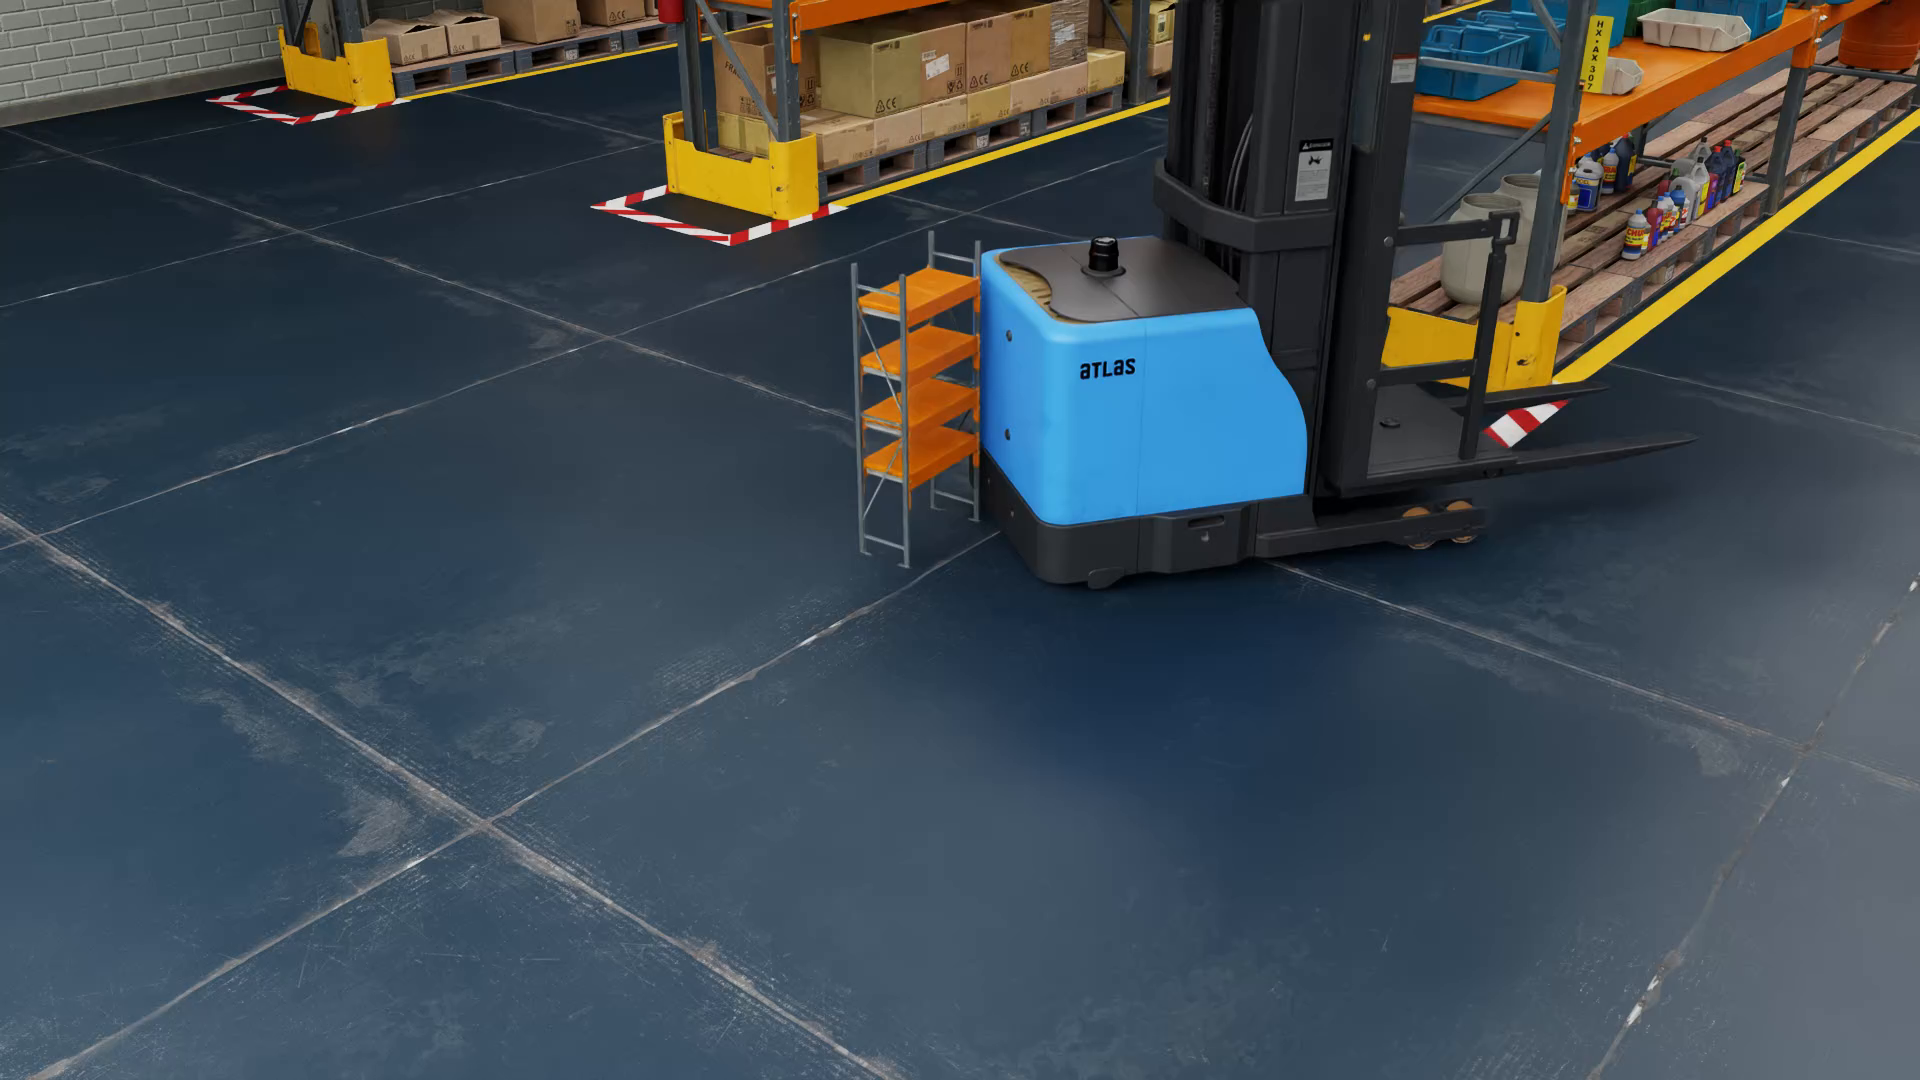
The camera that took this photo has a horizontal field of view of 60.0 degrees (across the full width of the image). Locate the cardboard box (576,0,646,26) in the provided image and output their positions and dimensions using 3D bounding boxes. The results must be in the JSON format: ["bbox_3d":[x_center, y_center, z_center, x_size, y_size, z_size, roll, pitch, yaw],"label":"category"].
[{"bbox_3d":[-3.355,-5.195,15.768,0.500,0.500,0.500,18,32,31],"label":"cardboard box"}]

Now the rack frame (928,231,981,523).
[{"bbox_3d":[-0.021,-0.636,6.674,0.240,1.200,0.015,17,32,30],"label":"rack frame"}]

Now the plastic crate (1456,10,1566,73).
[{"bbox_3d":[2.880,-2.603,8.679,0.499,0.251,0.408,21,34,34],"label":"plastic crate"}]

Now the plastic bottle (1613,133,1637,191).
[{"bbox_3d":[4.197,-2.405,10.539,0.144,0.351,0.185,21,34,34],"label":"plastic bottle"}]

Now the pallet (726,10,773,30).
[{"bbox_3d":[-2.231,-5.527,17.204,1.003,0.211,1.213,21,34,34],"label":"pallet"}]

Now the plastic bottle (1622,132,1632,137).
[{"bbox_3d":[4.378,-2.592,10.987,0.097,0.271,0.097,0,27,0],"label":"plastic bottle"}]

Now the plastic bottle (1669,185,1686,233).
[{"bbox_3d":[4.179,-1.940,9.725,0.097,0.271,0.097,0,27,0],"label":"plastic bottle"}]

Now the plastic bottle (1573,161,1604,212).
[{"bbox_3d":[3.825,-2.162,10.151,0.152,0.276,0.135,21,34,34],"label":"plastic bottle"}]

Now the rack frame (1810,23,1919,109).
[{"bbox_3d":[7.463,-5.012,13.173,1.000,3.000,0.127,21,34,34],"label":"rack frame"}]

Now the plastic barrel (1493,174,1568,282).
[{"bbox_3d":[3.053,-1.690,9.003,0.421,0.512,0.421,0,27,0],"label":"plastic barrel"}]

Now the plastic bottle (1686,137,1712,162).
[{"bbox_3d":[4.621,-2.342,10.417,0.144,0.351,0.185,21,34,34],"label":"plastic bottle"}]

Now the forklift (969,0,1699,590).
[{"bbox_3d":[1.614,-1.488,6.436,3.031,2.935,1.130,-8,28,-15],"label":"forklift"}]

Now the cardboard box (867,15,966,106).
[{"bbox_3d":[-0.308,-3.407,11.790,0.500,0.500,0.500,21,34,34],"label":"cardboard box"}]

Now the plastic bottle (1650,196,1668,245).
[{"bbox_3d":[3.986,-1.832,9.518,0.097,0.271,0.097,0,27,0],"label":"plastic bottle"}]

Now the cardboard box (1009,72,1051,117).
[{"bbox_3d":[0.341,-3.424,12.639,0.500,0.250,0.500,21,34,34],"label":"cardboard box"}]

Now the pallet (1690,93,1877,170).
[{"bbox_3d":[6.164,-3.079,12.473,1.003,0.211,1.213,21,34,34],"label":"pallet"}]

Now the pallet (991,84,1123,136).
[{"bbox_3d":[0.561,-3.534,13.352,1.003,0.211,1.213,21,34,34],"label":"pallet"}]

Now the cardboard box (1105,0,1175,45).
[{"bbox_3d":[1.554,-4.331,13.782,0.500,0.311,0.500,21,34,35],"label":"cardboard box"}]

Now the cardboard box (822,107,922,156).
[{"bbox_3d":[-0.617,-2.893,11.613,0.500,0.250,0.500,21,34,34],"label":"cardboard box"}]

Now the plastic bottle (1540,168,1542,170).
[{"bbox_3d":[3.577,-2.164,10.073,0.144,0.351,0.185,22,35,36],"label":"plastic bottle"}]

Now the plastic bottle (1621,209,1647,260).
[{"bbox_3d":[3.768,-1.711,9.283,0.097,0.271,0.097,0,27,0],"label":"plastic bottle"}]

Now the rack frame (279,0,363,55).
[{"bbox_3d":[-5.270,-5.071,13.288,1.000,3.000,0.127,21,34,34],"label":"rack frame"}]

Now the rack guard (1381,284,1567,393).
[{"bbox_3d":[2.387,-1.106,8.344,1.175,0.500,0.348,21,34,34],"label":"rack guard"}]

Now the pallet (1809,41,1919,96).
[{"bbox_3d":[7.933,-4.065,14.378,1.003,0.211,1.213,21,34,34],"label":"pallet"}]

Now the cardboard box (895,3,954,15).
[{"bbox_3d":[-0.390,-3.736,12.426,0.500,0.500,0.500,21,34,34],"label":"cardboard box"}]

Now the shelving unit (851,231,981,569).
[{"bbox_3d":[-0.159,-0.544,6.495,0.258,1.200,0.503,17,32,30],"label":"shelving unit"}]

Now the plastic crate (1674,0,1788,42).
[{"bbox_3d":[4.425,-3.056,9.554,0.499,0.251,0.616,21,34,34],"label":"plastic crate"}]

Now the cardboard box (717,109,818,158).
[{"bbox_3d":[-1.332,-2.866,11.561,0.500,0.250,0.500,21,34,34],"label":"cardboard box"}]

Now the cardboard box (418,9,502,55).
[{"bbox_3d":[-4.398,-4.493,14.618,0.500,0.311,0.500,24,36,38],"label":"cardboard box"}]

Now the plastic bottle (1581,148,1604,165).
[{"bbox_3d":[3.965,-2.381,10.491,0.144,0.351,0.185,19,33,32],"label":"plastic bottle"}]

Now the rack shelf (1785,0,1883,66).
[{"bbox_3d":[6.191,-3.983,11.968,1.077,0.370,4.000,21,34,34],"label":"rack shelf"}]

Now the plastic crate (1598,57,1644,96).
[{"bbox_3d":[3.192,-2.282,8.183,0.298,0.136,0.250,21,34,34],"label":"plastic crate"}]

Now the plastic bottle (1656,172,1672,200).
[{"bbox_3d":[4.215,-2.062,9.949,0.061,0.283,0.133,21,34,34],"label":"plastic bottle"}]

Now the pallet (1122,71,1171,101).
[{"bbox_3d":[1.538,-4.077,14.401,1.003,0.211,1.213,21,34,34],"label":"pallet"}]

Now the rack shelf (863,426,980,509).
[{"bbox_3d":[-0.159,-0.307,6.617,0.258,0.148,0.480,17,32,30],"label":"rack shelf"}]

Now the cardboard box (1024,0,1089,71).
[{"bbox_3d":[0.646,-3.939,12.819,0.500,0.500,0.500,21,34,34],"label":"cardboard box"}]

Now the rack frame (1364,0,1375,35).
[{"bbox_3d":[3.644,-6.461,15.974,1.000,3.000,0.127,21,34,34],"label":"rack frame"}]

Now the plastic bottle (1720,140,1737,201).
[{"bbox_3d":[4.732,-2.300,10.335,0.144,0.351,0.185,20,33,33],"label":"plastic bottle"}]

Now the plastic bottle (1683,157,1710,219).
[{"bbox_3d":[4.404,-2.117,9.982,0.144,0.351,0.185,21,34,34],"label":"plastic bottle"}]

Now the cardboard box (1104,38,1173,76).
[{"bbox_3d":[1.547,-4.078,13.905,0.500,0.250,0.500,20,33,33],"label":"cardboard box"}]

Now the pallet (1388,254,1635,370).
[{"bbox_3d":[2.908,-1.264,8.964,1.003,0.211,1.213,21,34,34],"label":"pallet"}]
